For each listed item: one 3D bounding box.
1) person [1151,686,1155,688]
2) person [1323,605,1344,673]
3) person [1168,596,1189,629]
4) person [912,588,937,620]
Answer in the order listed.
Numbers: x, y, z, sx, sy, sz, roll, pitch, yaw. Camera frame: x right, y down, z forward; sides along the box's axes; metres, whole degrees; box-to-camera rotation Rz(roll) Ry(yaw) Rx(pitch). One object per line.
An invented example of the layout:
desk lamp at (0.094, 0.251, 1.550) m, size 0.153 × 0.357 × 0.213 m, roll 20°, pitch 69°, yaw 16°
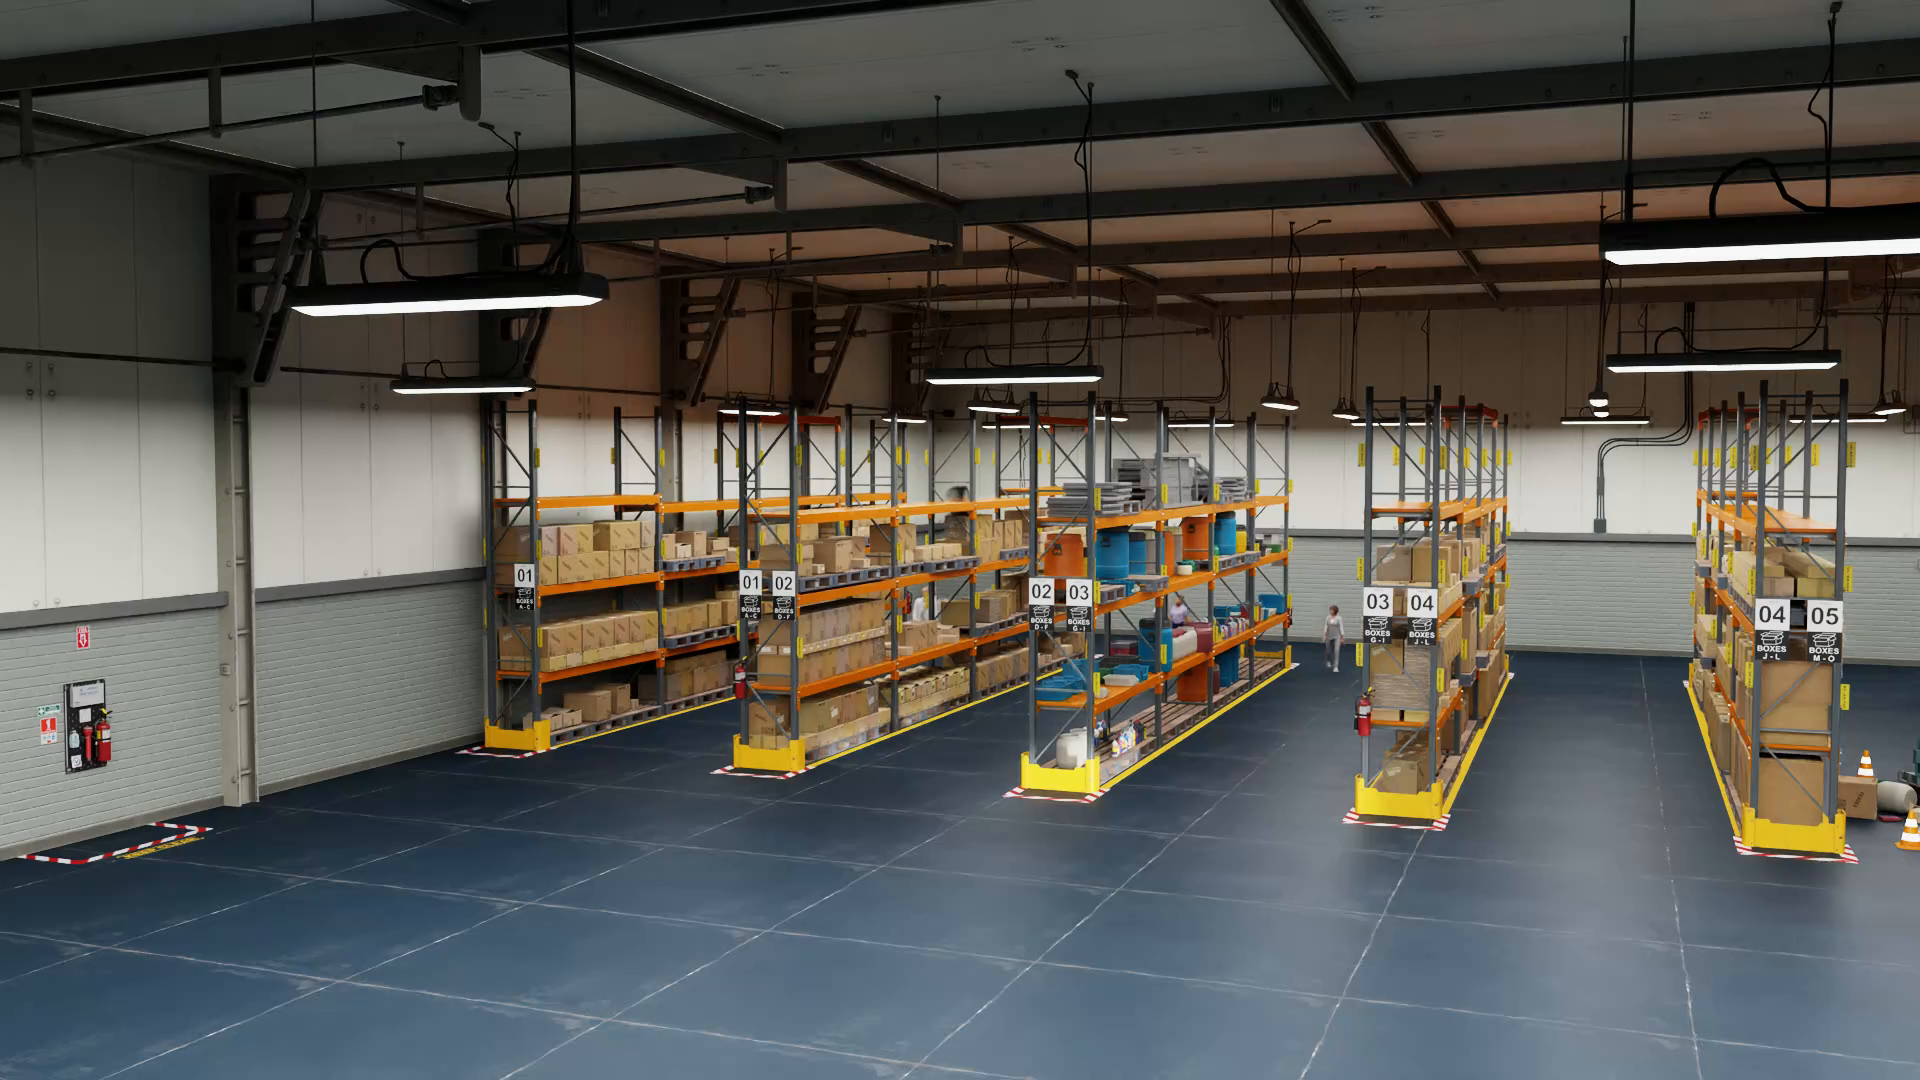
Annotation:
person at (4.315, 2.331, 36.125) m, size 0.400 × 1.764 × 0.636 m, roll 1°, pitch 3°, yaw 10°
person at (8.747, 2.292, 38.951) m, size 0.469 × 1.551 × 0.788 m, roll 1°, pitch 3°, yaw 12°
person at (5.396, 2.174, 41.098) m, size 0.527 × 1.597 × 0.928 m, roll 2°, pitch 3°, yaw 28°
person at (-0.926, 2.068, 41.521) m, size 0.566 × 1.743 × 1.019 m, roll 1°, pitch 3°, yaw 24°
